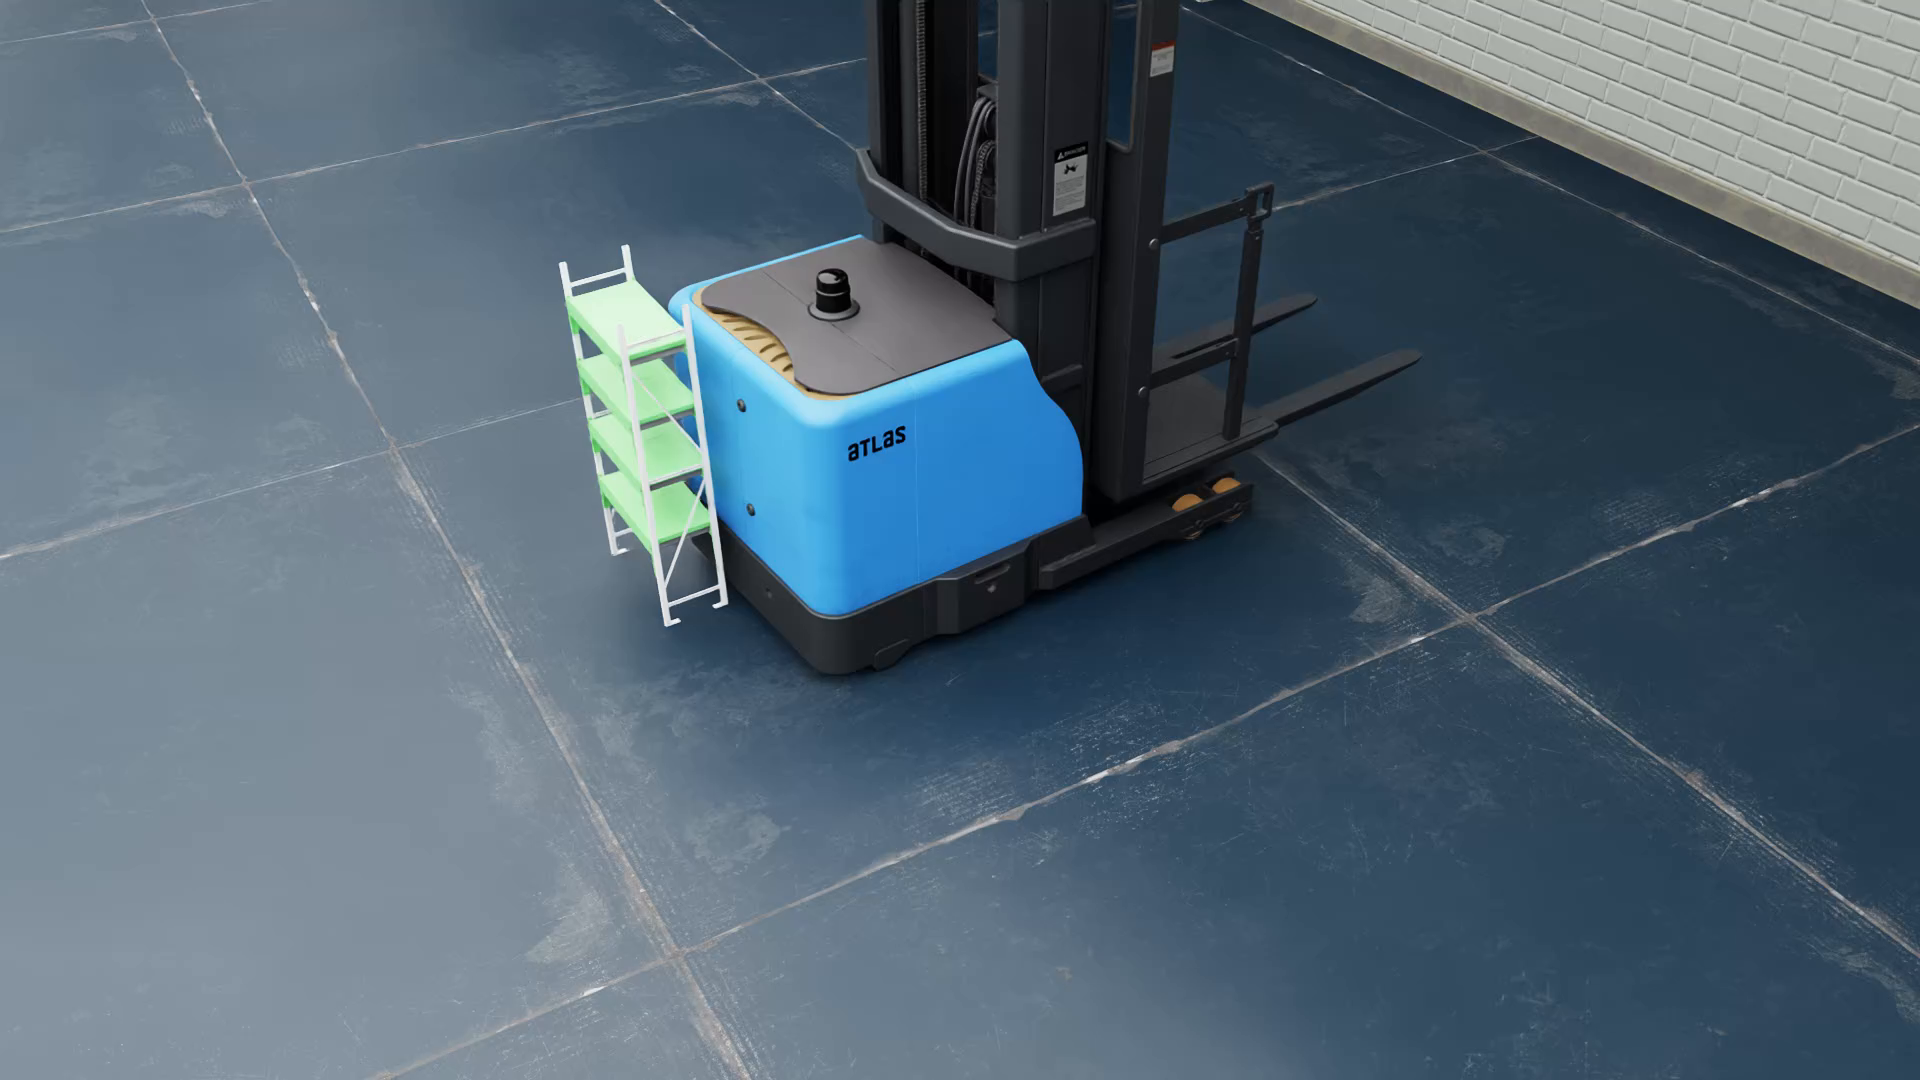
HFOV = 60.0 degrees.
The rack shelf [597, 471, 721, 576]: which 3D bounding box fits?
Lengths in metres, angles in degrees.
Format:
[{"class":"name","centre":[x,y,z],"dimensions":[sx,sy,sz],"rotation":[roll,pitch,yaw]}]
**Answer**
[{"class":"rack shelf","centre":[-1.066,-0.097,5.875],"dimensions":[0.258,0.148,0.480],"rotation":[-21,41,-24]}]

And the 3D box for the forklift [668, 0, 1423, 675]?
[{"class":"forklift","centre":[0.502,-1.421,5.710],"dimensions":[3.031,2.935,1.130],"rotation":[-23,42,-28]}]

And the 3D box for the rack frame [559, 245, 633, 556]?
[{"class":"rack frame","centre":[-1.199,-0.463,5.861],"dimensions":[0.240,1.200,0.015],"rotation":[-21,41,-24]}]

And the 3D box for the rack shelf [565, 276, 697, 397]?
[{"class":"rack shelf","centre":[-1.079,-0.673,5.444],"dimensions":[0.258,0.148,0.480],"rotation":[-21,41,-24]}]

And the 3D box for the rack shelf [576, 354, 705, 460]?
[{"class":"rack shelf","centre":[-1.075,-0.481,5.588],"dimensions":[0.258,0.148,0.480],"rotation":[-21,41,-24]}]

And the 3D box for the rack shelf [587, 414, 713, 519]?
[{"class":"rack shelf","centre":[-1.070,-0.289,5.731],"dimensions":[0.258,0.148,0.480],"rotation":[-21,41,-24]}]

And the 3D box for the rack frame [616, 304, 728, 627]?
[{"class":"rack frame","centre":[-0.944,-0.217,5.525],"dimensions":[0.240,1.200,0.015],"rotation":[-21,41,-24]}]

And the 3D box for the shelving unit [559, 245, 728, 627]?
[{"class":"shelving unit","centre":[-1.071,-0.340,5.693],"dimensions":[0.258,1.200,0.503],"rotation":[-21,41,-24]}]
